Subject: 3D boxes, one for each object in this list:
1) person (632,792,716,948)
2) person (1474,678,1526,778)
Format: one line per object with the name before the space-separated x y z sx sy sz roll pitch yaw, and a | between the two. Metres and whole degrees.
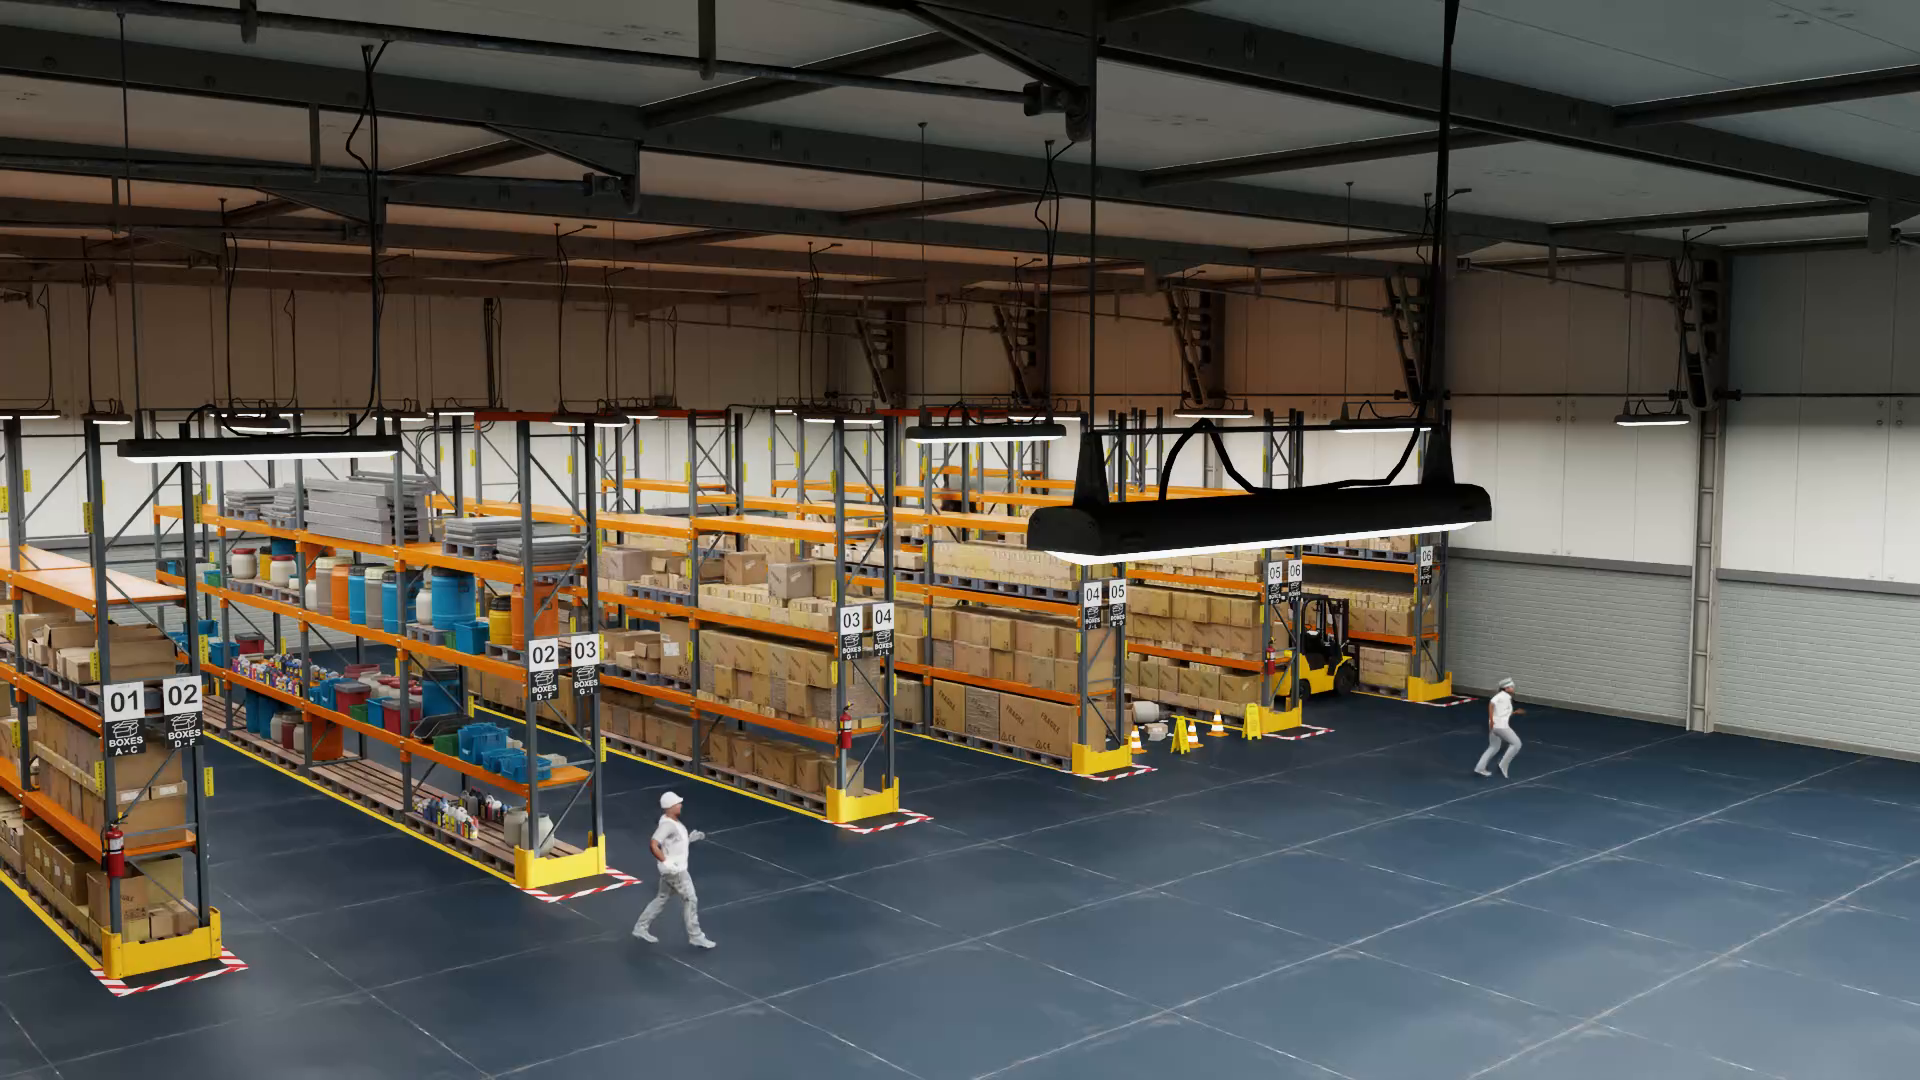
person | -3.263 3.755 18.909 0.934 1.804 0.678 -2 5 -17
person | 8.890 3.090 27.337 0.786 1.677 0.594 1 5 13
